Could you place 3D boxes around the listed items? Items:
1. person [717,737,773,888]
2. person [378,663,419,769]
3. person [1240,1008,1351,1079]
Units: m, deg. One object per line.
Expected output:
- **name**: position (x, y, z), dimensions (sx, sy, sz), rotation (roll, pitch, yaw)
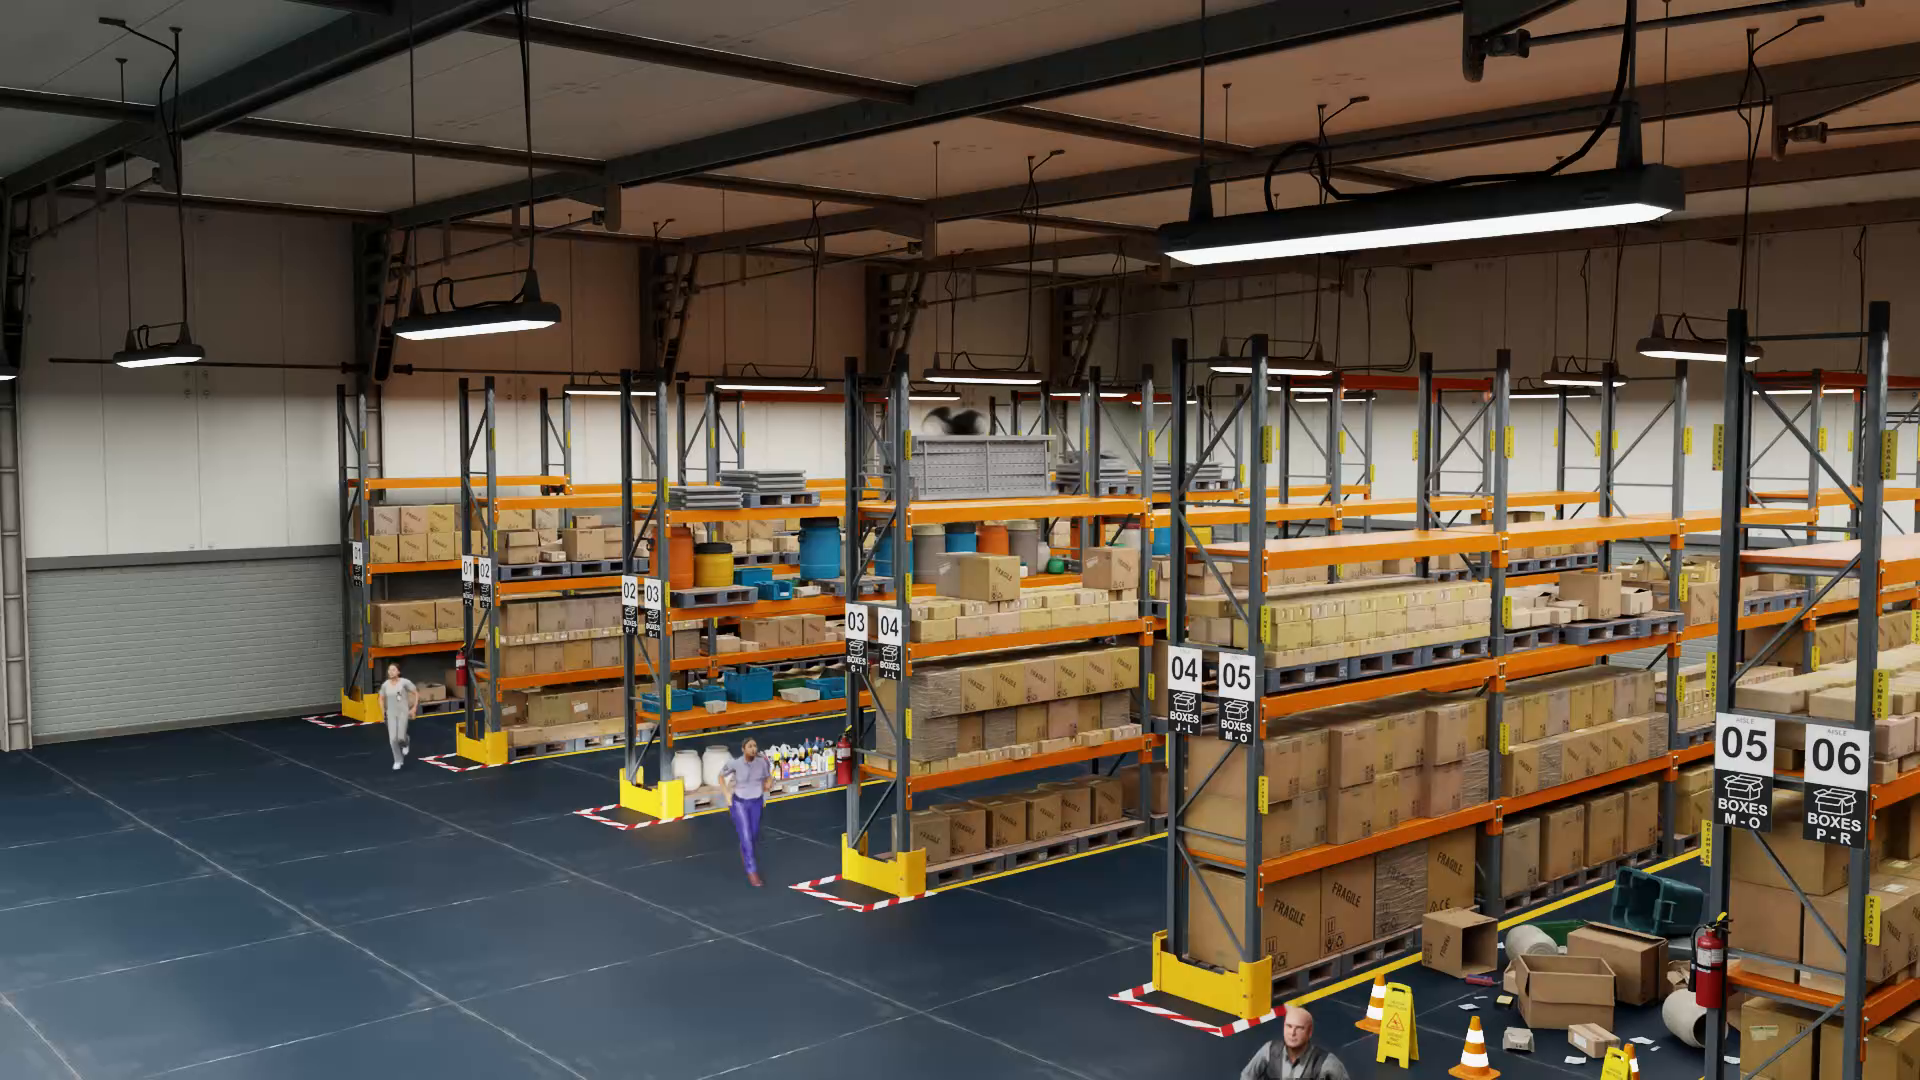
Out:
- **person**: position (-2.472, 3.086, 19.198), dimensions (0.619, 1.655, 0.944), rotation (-2, 4, -30)
- **person**: position (-8.613, 2.693, 25.488), dimensions (0.590, 1.629, 0.570), rotation (0, 4, -2)
- **person**: position (2.010, 3.683, 10.176), dimensions (0.842, 1.713, 0.625), rotation (2, 4, 22)
